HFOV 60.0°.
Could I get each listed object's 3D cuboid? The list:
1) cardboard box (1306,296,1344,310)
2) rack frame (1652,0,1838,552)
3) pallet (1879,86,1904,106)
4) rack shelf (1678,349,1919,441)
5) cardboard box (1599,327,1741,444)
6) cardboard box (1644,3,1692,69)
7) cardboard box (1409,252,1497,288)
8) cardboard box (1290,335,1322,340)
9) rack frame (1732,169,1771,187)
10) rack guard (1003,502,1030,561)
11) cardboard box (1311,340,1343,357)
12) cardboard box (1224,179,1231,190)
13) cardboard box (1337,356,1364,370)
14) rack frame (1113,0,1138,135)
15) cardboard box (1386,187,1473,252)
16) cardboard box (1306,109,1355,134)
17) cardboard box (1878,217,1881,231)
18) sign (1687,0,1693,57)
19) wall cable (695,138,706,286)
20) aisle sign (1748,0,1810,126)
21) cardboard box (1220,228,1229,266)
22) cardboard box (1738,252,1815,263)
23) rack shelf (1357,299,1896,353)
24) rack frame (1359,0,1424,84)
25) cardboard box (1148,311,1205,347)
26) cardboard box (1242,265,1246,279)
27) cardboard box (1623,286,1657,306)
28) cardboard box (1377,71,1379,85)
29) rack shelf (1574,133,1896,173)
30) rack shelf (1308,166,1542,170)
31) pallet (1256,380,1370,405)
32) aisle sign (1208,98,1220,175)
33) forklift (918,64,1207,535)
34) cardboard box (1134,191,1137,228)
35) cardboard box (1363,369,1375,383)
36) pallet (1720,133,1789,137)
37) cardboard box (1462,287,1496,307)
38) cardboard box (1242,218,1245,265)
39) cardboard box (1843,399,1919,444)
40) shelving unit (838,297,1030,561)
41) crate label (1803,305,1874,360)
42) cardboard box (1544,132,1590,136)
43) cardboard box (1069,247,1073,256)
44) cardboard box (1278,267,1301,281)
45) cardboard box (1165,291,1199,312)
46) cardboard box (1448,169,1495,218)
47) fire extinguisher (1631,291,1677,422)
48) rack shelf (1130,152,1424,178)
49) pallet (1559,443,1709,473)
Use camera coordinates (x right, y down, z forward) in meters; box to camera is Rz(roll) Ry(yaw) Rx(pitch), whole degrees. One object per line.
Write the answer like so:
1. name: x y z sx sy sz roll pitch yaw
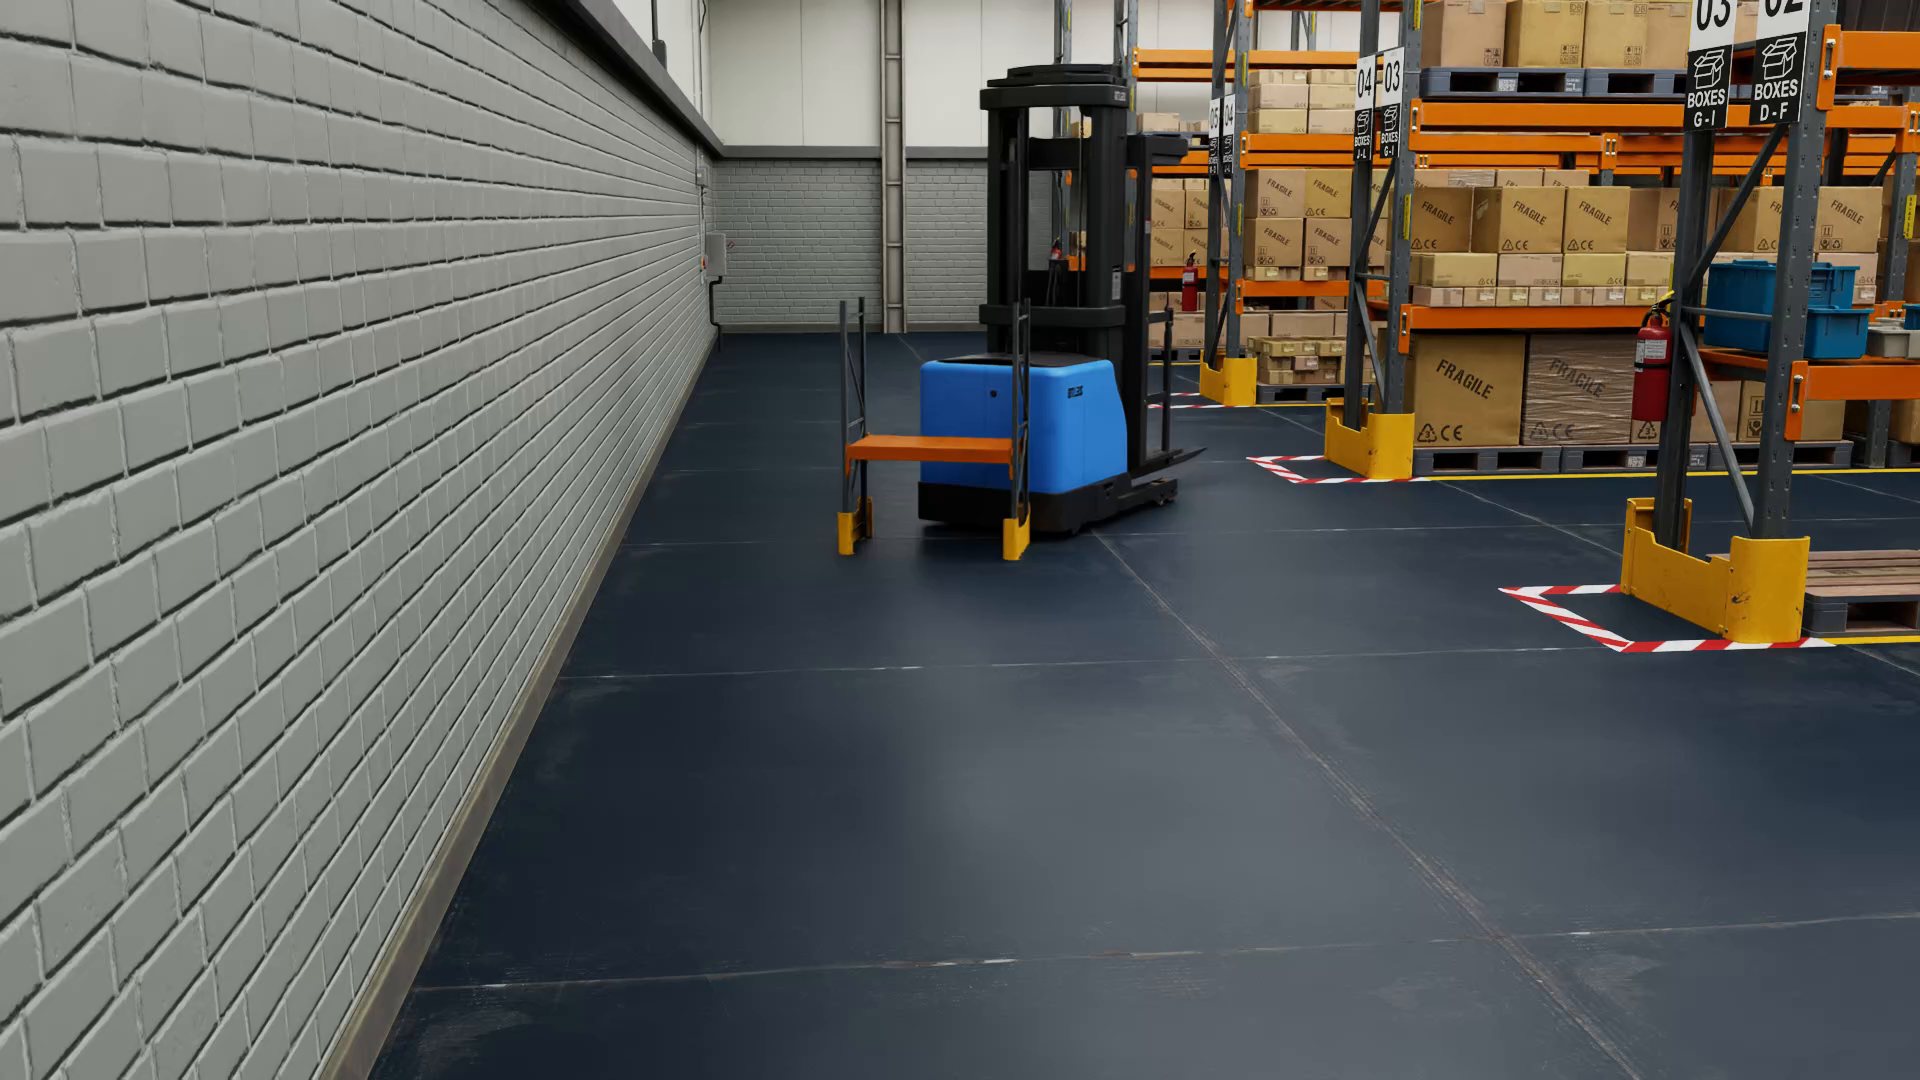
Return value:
1. cardboard box: 6.143 -3.930 27.972 0.500 0.500 0.500 -1 11 -4
2. rack frame: 3.806 -1.098 8.175 0.127 3.000 1.000 -1 11 -6
3. pallet: 8.154 -3.537 13.305 1.217 0.209 0.805 -2 11 -8
4. rack shelf: 5.794 -0.786 8.457 4.000 0.370 1.077 -1 11 -6
5. cardboard box: 5.688 -1.277 13.508 0.875 0.875 0.875 -1 11 -6
6. cardboard box: 5.406 -3.885 12.970 0.500 0.500 0.700 -1 11 -4
7. cardboard box: 3.777 -2.078 12.780 0.500 0.250 0.500 -2 11 -8
8. cardboard box: 3.834 -2.183 18.458 0.250 0.149 0.380 -1 11 -7
9. rack frame: 13.591 -5.150 28.787 0.127 3.000 1.000 -1 11 -6
10. rack guard: 0.342 -0.055 9.997 0.087 0.250 0.587 2 11 10
11. cardboard box: 3.919 -2.055 17.805 0.250 0.149 0.380 -1 11 -6
12. cardboard box: 3.622 -4.787 22.410 0.250 0.149 0.380 -1 11 -6
13. cardboard box: 4.163 -1.917 17.874 0.250 0.149 0.380 -1 11 -4
14. rack frame: 2.201 -6.892 22.095 0.127 3.000 1.000 -1 11 -6
15. cardboard box: 3.727 -2.548 13.228 0.500 0.500 0.500 -1 11 -5
16. cardboard box: 3.834 -4.369 17.431 0.500 0.250 0.500 -1 11 -4
17. cardboard box: 9.841 -3.434 18.078 0.250 0.149 0.380 -1 11 -4
18. sign: 3.730 -2.623 8.431 0.005 0.325 0.100 -1 11 -6
19. wall cable: -3.403 -4.340 21.952 0.123 1.953 0.585 -1 11 -6
20. aisle sign: 3.766 -2.315 7.627 0.004 0.787 0.394 -1 11 -6
21. cardboard box: 3.716 -3.975 22.552 0.500 0.500 0.500 -1 11 -6
22. cardboard box: 6.323 -2.132 13.056 0.500 0.250 0.500 -1 11 -4
23. rack shelf: 5.259 -1.736 13.288 4.000 0.370 1.077 -1 11 -6
24. rack frame: 3.271 -4.991 12.428 0.127 3.000 1.000 -1 11 -6
25. cardboard box: 2.846 -2.930 23.048 0.875 0.438 0.875 -2 11 -8
26. cardboard box: 3.129 -2.938 18.190 0.250 0.149 0.380 -1 11 -6
27. cardboard box: 5.188 -1.901 12.911 0.250 0.149 0.380 -1 11 -8
28. cardboard box: 4.202 -4.827 17.429 0.250 0.149 0.380 -1 11 -4
29. rack shelf: 8.801 -4.245 18.272 4.000 0.370 1.077 -1 11 -6
30. rack shelf: 7.626 -6.144 27.931 4.000 0.370 1.077 -1 11 -6
31. pallet: 3.723 -1.644 18.184 1.213 0.211 1.003 -1 11 -6
32. aisle sign: 2.731 -4.332 17.890 0.004 0.787 0.394 -1 11 -6
33. forklift: 0.884 -1.712 11.479 1.130 2.935 3.031 6 13 28
34. cardboard box: 2.654 -4.543 22.851 0.500 0.500 0.500 -1 11 -4
35. cardboard box: 4.398 -1.793 18.014 0.250 0.149 0.380 -1 11 -6
36. pallet: 8.468 -4.478 18.083 1.003 0.211 1.213 -1 11 -6
37. cardboard box: 3.914 -1.874 12.775 0.250 0.149 0.380 -1 11 -7
38. cardboard box: 3.255 -3.254 18.116 0.500 0.500 0.500 -1 11 -5
39. cardboard box: 7.882 -1.311 13.682 0.875 0.875 1.225 -1 11 -6
40. shelving unit: -0.148 -0.685 9.965 1.083 1.500 0.587 2 11 10
41. crate label: 4.087 -0.987 7.891 0.303 0.233 0.416 -1 11 -6
42. cardboard box: 6.353 -4.420 17.689 0.500 0.250 0.500 -1 11 -5
43. cardboard box: 1.961 -4.835 27.836 0.250 0.149 0.380 -1 11 -7
44. cardboard box: 3.442 -2.835 17.662 0.250 0.149 0.380 -1 11 -4
45. cardboard box: 3.670 -3.876 27.699 0.500 0.500 0.500 -1 11 -5
46. cardboard box: 5.350 -3.688 17.731 0.500 0.500 0.500 -1 11 -5
47. fire extinguisher: 3.607 -0.961 8.646 0.183 0.674 0.296 -1 11 -6
48. rack shelf: 4.189 -5.108 22.666 4.000 0.370 1.077 -1 11 -6
49. pallet: 5.267 -0.736 13.563 1.213 0.211 1.003 -1 11 -6
